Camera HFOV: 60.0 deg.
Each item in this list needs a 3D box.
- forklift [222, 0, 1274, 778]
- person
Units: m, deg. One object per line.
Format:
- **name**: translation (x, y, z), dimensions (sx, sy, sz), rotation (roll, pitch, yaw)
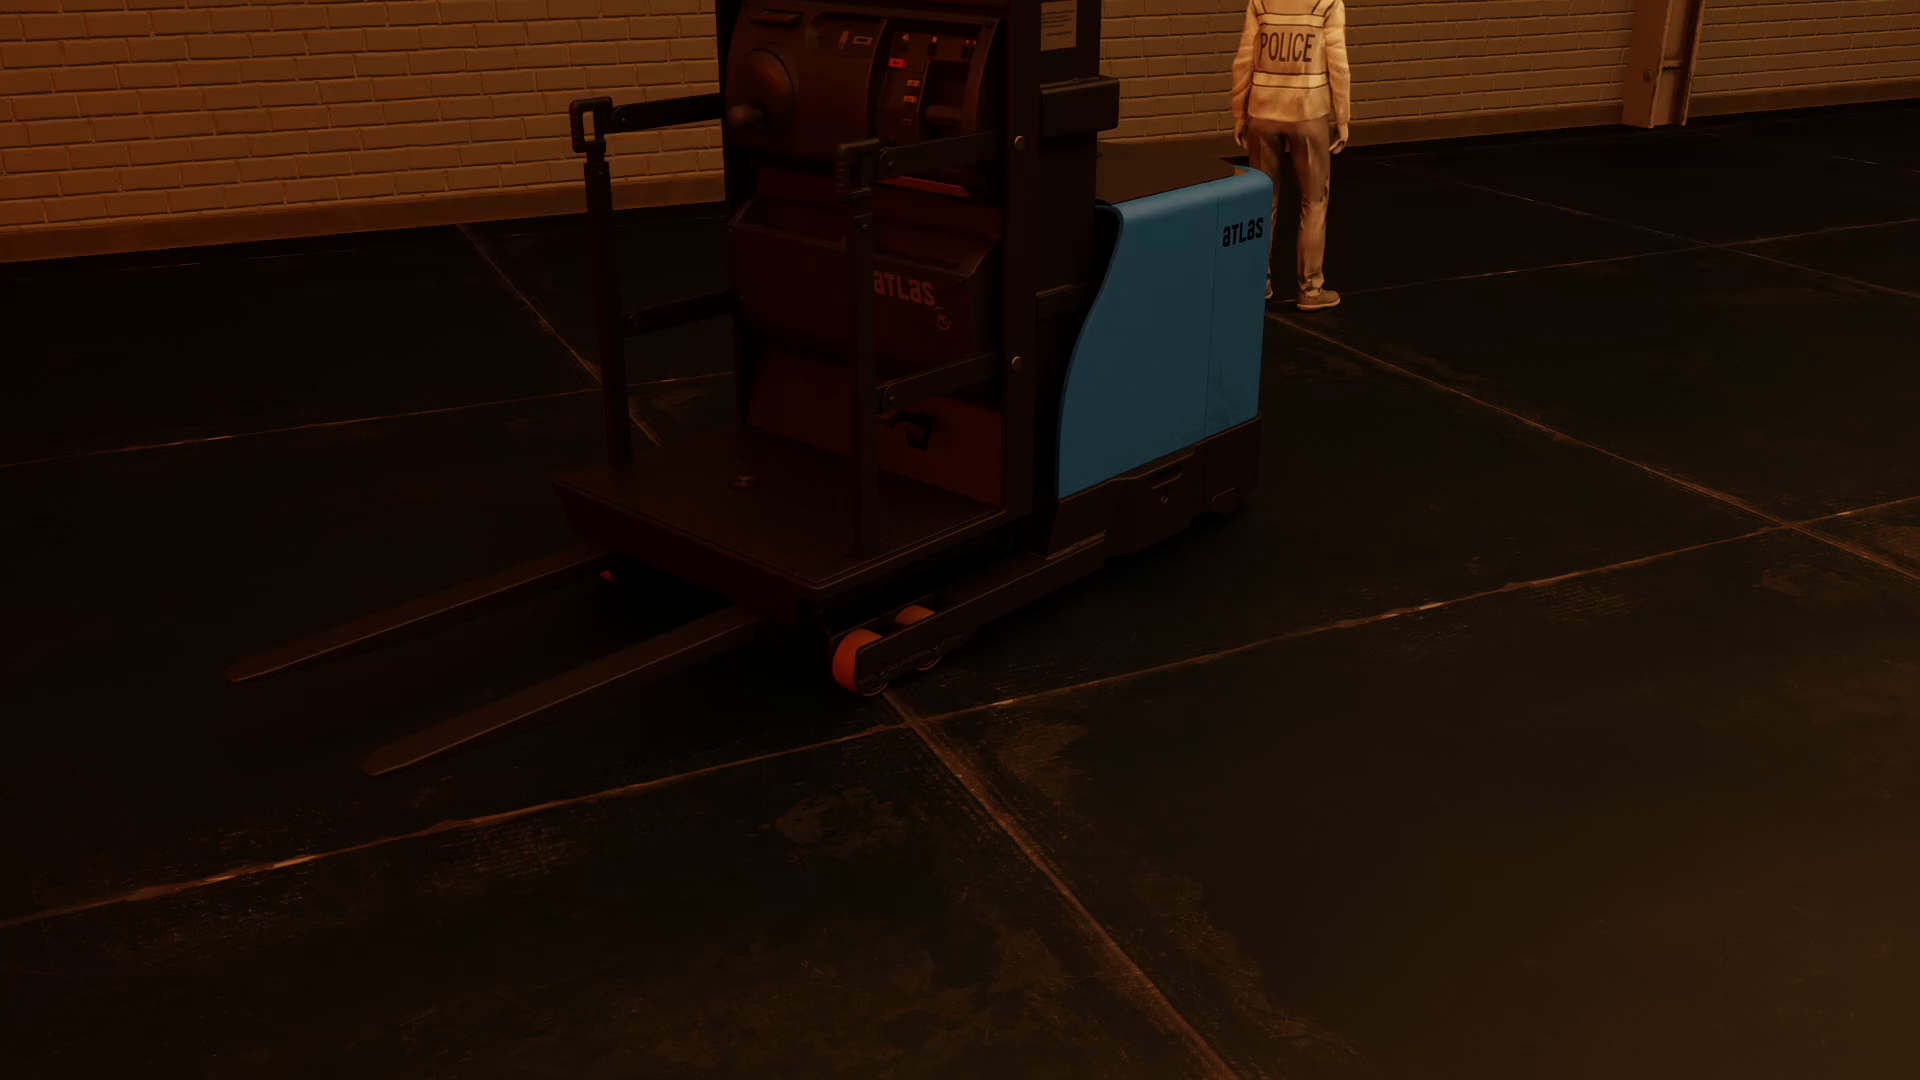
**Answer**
- **forklift**: translation (-0.413, -1.182, 4.131), dimensions (1.130, 2.935, 3.031), rotation (19, 29, 39)
- **person**: translation (1.477, -1.873, 7.447), dimensions (0.547, 1.667, 0.369), rotation (11, 25, 24)
